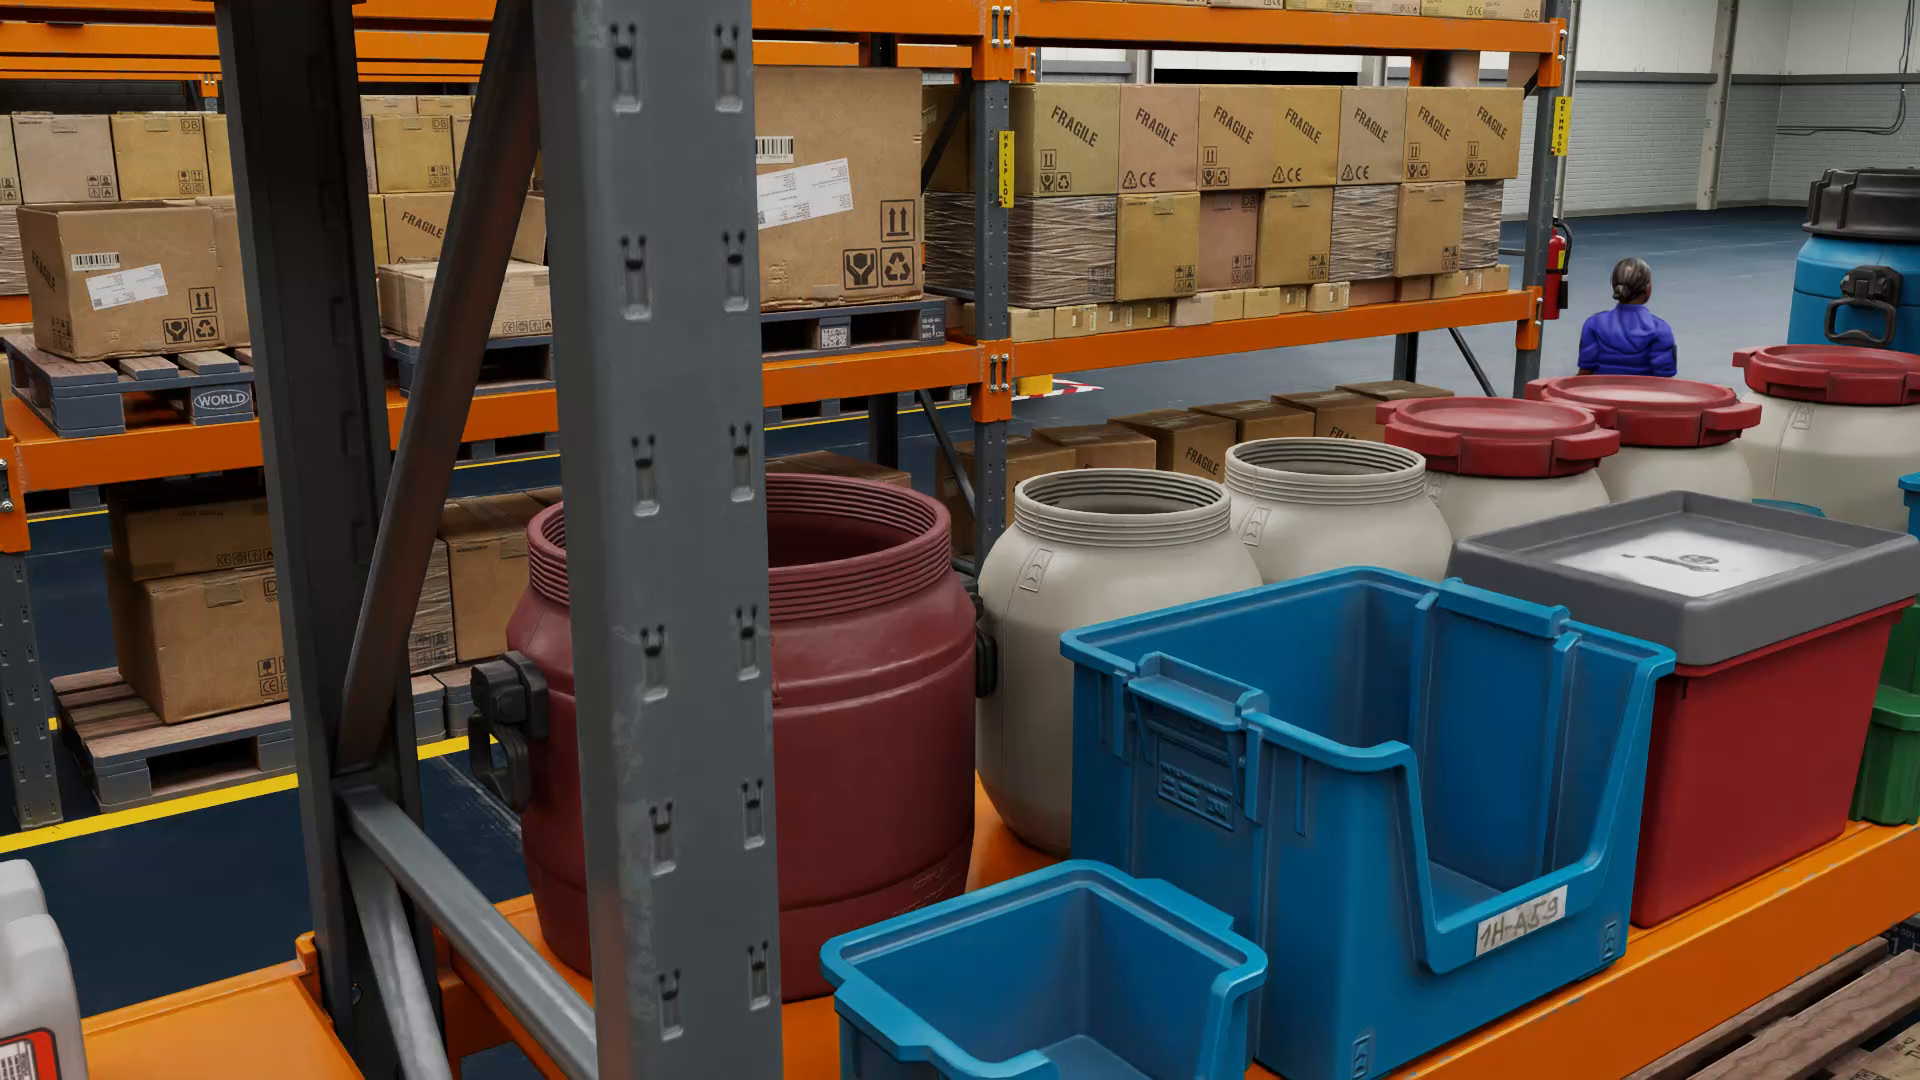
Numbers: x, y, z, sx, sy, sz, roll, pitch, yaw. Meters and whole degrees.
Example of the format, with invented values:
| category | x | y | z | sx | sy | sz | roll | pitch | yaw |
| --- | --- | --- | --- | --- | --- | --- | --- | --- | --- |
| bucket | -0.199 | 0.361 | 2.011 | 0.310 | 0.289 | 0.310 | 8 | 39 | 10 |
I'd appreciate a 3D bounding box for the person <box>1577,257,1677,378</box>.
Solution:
| category | x | y | z | sx | sy | sz | roll | pitch | yaw |
| --- | --- | --- | --- | --- | --- | --- | --- | --- | --- |
| person | 3.184 | -0.500 | 7.971 | 0.482 | 1.705 | 0.487 | 12 | 19 | 39 |
